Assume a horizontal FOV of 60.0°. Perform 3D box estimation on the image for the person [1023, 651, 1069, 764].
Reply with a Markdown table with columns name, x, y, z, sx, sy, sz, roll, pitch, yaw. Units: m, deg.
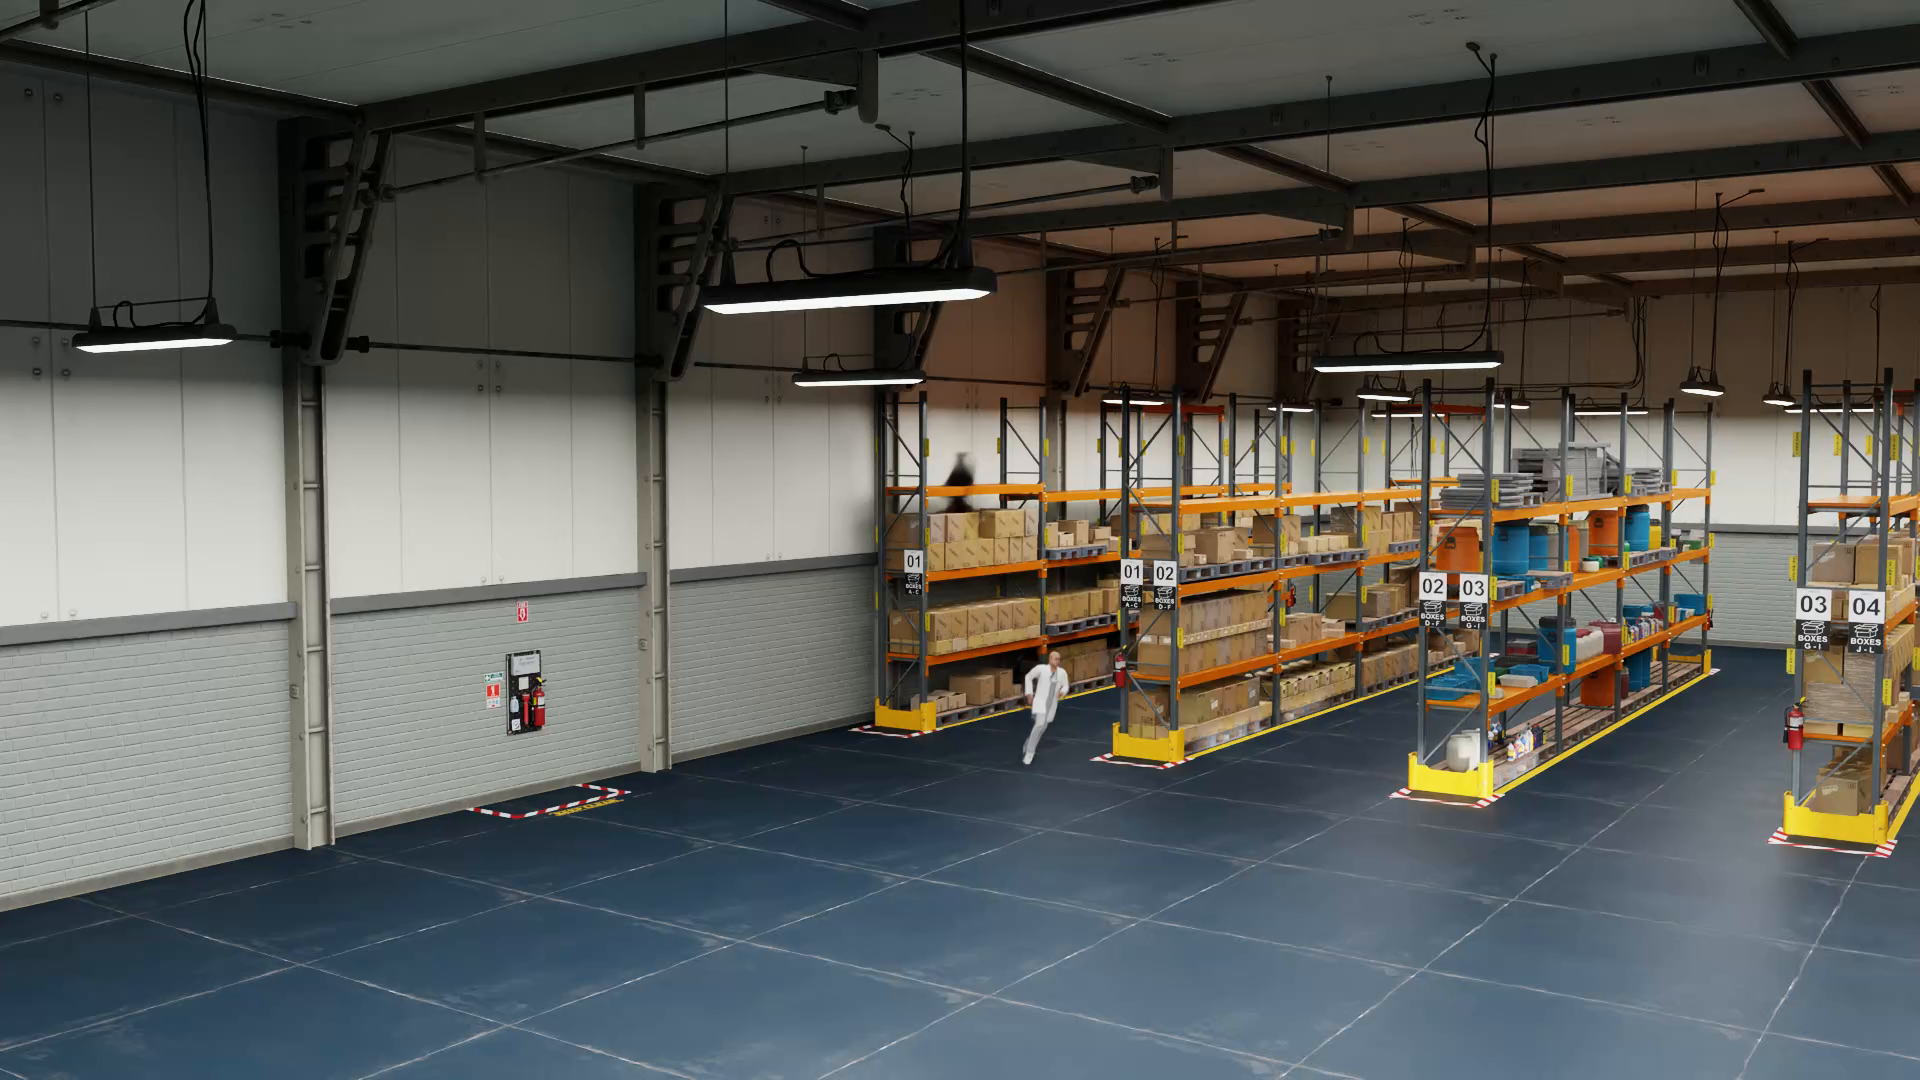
| name | x | y | z | sx | sy | sz | roll | pitch | yaw |
| --- | --- | --- | --- | --- | --- | --- | --- | --- | --- |
| person | 1.327 | 2.662 | 26.696 | 0.856 | 1.757 | 0.813 | -1 | 3 | -23 |
